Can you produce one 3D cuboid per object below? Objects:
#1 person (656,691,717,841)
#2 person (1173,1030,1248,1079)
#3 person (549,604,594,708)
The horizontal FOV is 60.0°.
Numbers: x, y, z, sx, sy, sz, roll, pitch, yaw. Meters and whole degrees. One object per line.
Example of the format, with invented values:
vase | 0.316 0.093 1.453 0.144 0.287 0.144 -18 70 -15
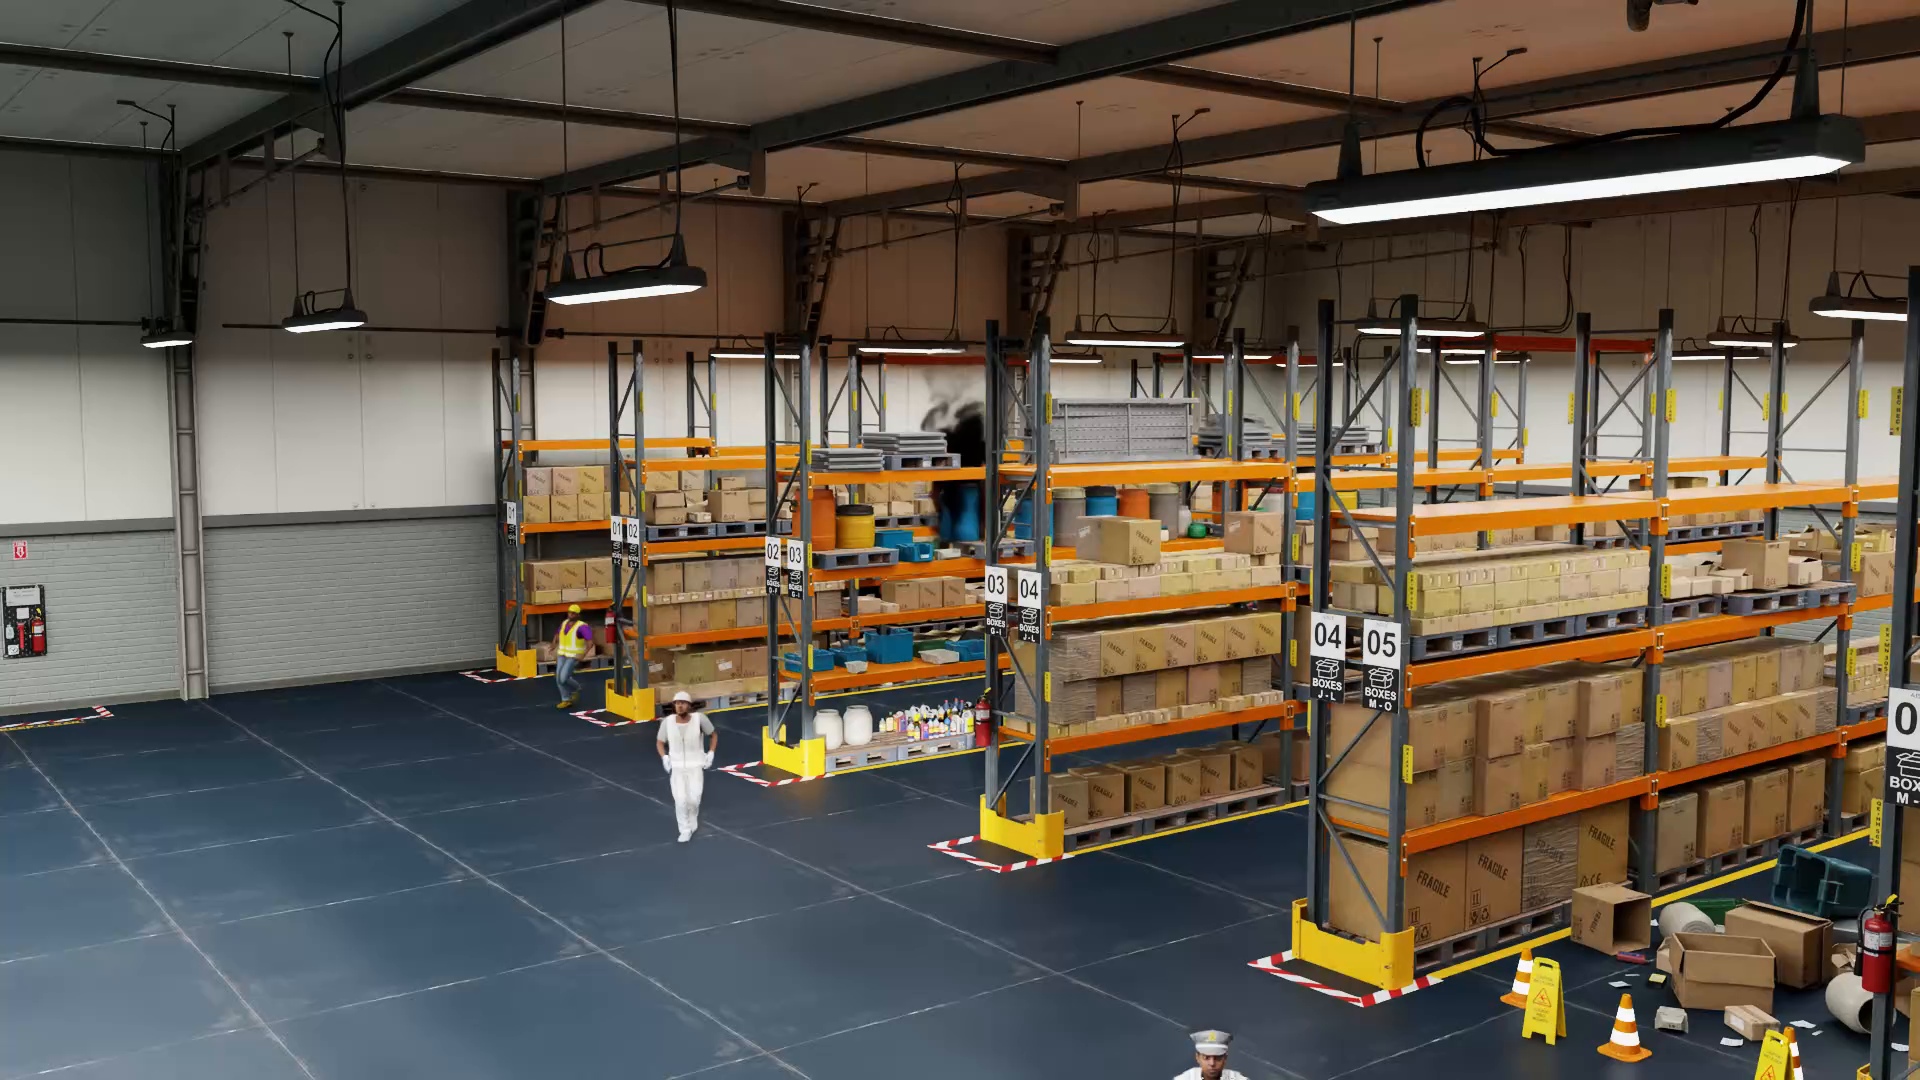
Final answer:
person | -3.164 2.615 19.193 0.689 1.739 0.531 0 5 -4
person | 1.392 3.526 9.291 0.581 1.664 0.532 1 5 11
person | -6.415 1.912 27.365 0.772 1.716 0.493 3 6 27
